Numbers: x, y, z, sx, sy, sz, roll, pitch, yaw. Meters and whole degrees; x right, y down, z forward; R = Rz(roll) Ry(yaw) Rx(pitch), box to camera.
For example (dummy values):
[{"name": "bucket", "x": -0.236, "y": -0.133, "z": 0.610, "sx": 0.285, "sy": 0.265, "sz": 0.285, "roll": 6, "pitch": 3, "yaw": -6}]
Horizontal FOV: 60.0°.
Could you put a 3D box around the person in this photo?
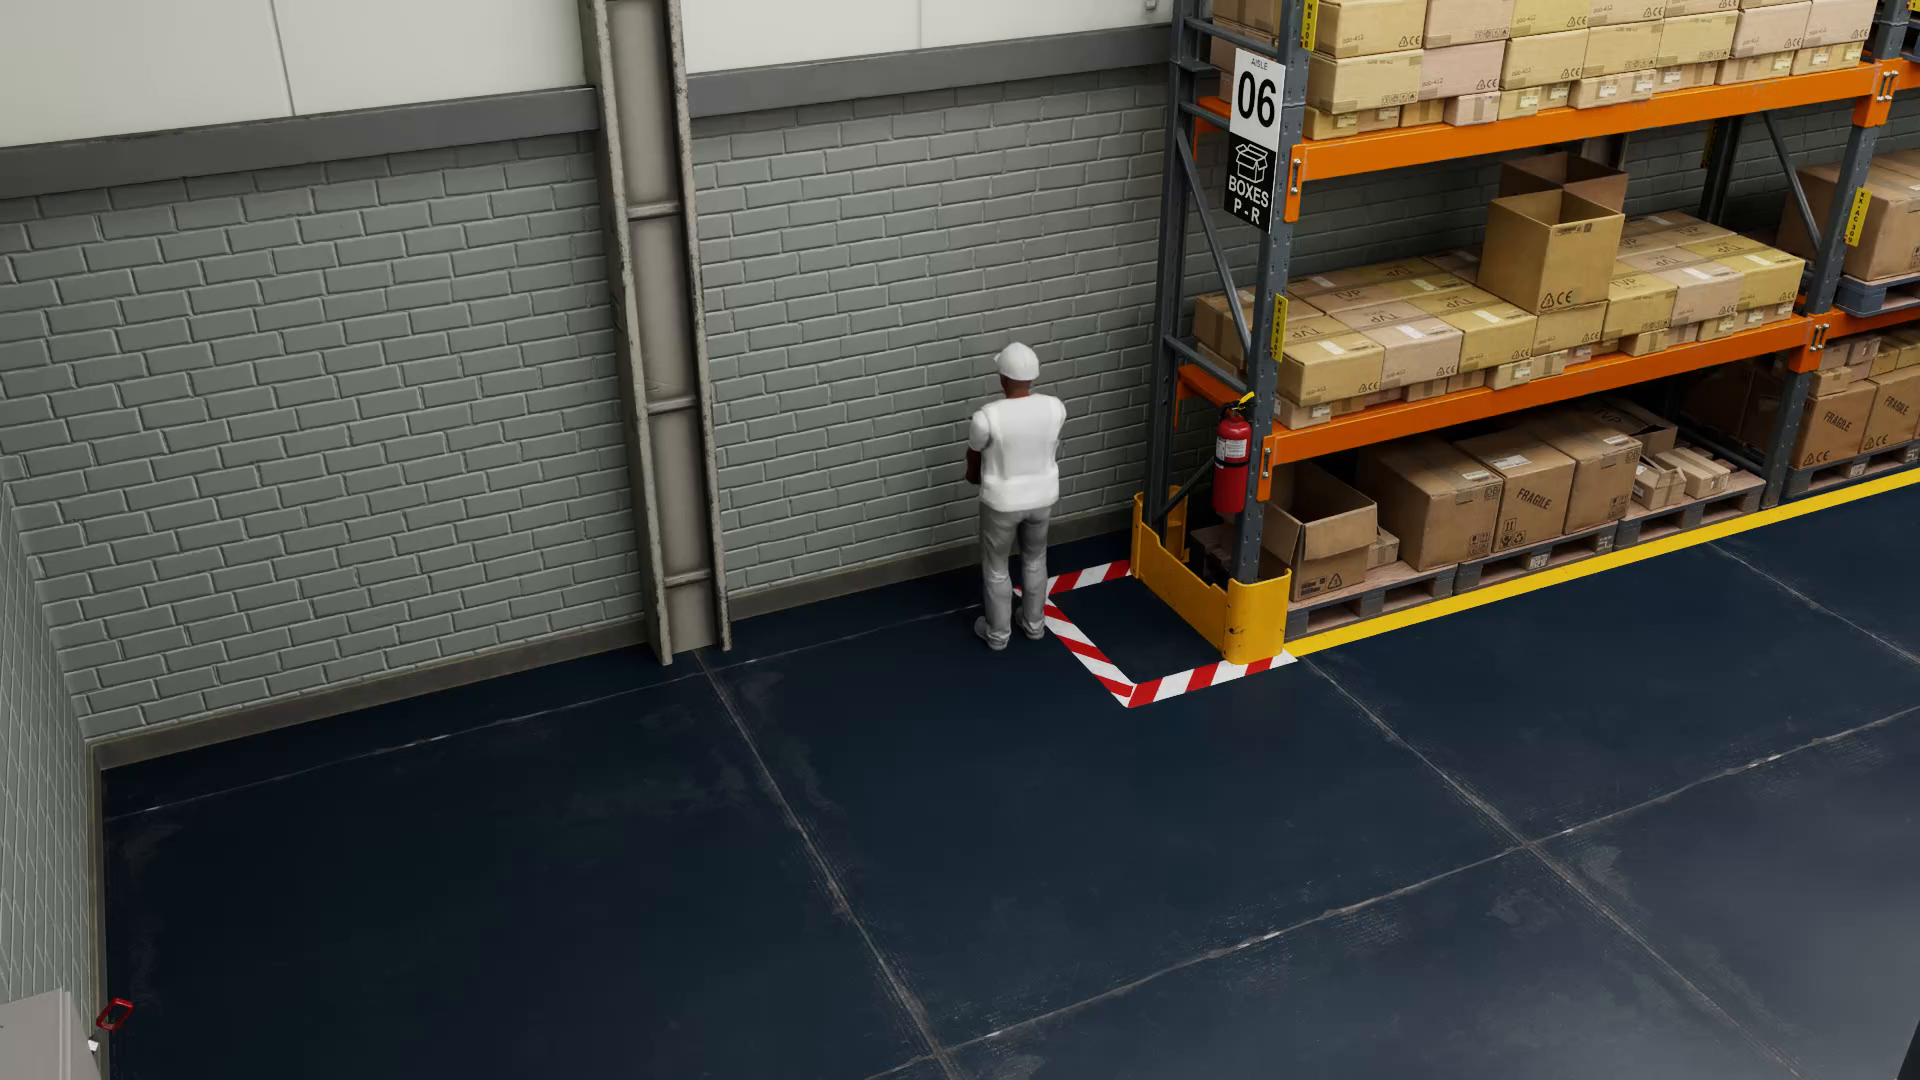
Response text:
[{"name": "person", "x": 0.257, "y": -0.286, "z": 8.918, "sx": 0.472, "sy": 1.666, "sz": 0.538, "roll": -9, "pitch": 30, "yaw": -16}]
